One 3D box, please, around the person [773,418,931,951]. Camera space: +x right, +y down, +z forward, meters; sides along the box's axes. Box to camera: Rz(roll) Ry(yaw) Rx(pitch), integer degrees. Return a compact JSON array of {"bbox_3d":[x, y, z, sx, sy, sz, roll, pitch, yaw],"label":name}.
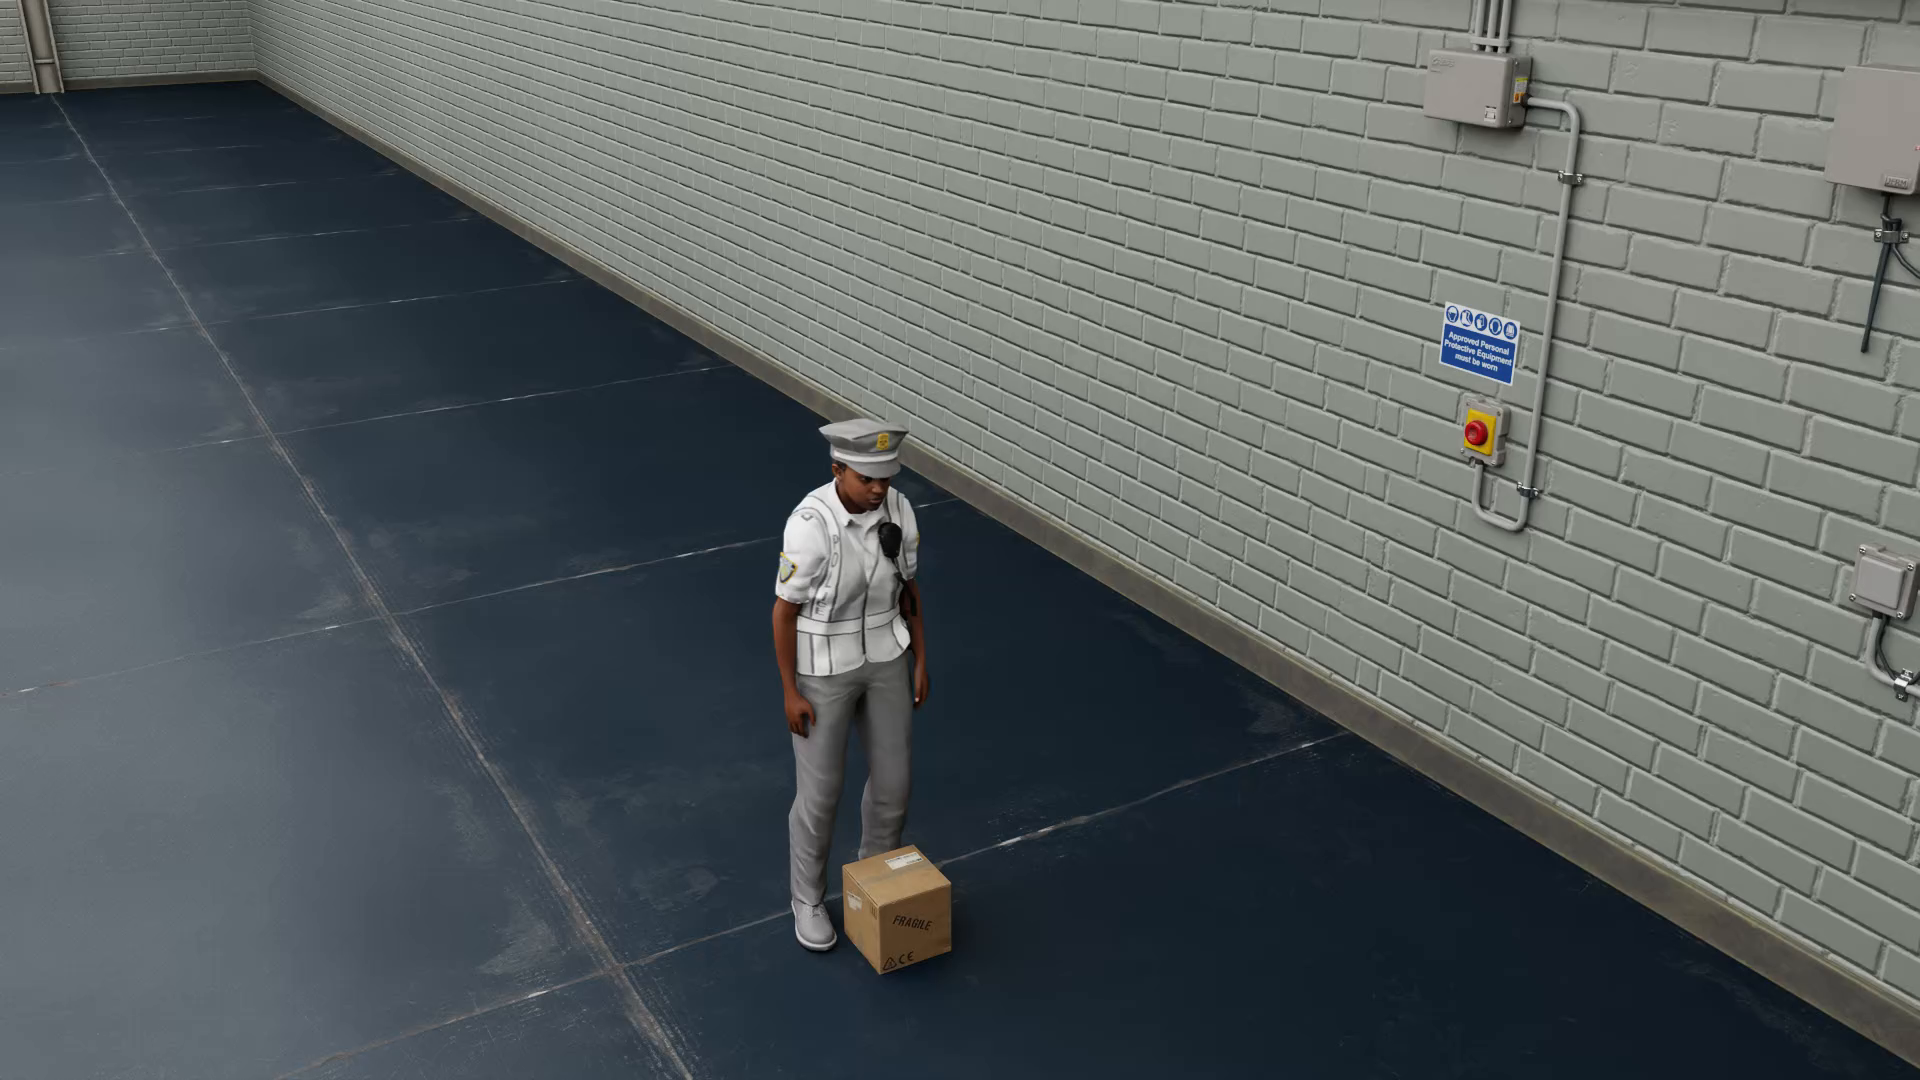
[{"bbox_3d":[-0.327,0.414,5.058,0.505,1.659,0.392,-12,25,-28],"label":"person"}]
